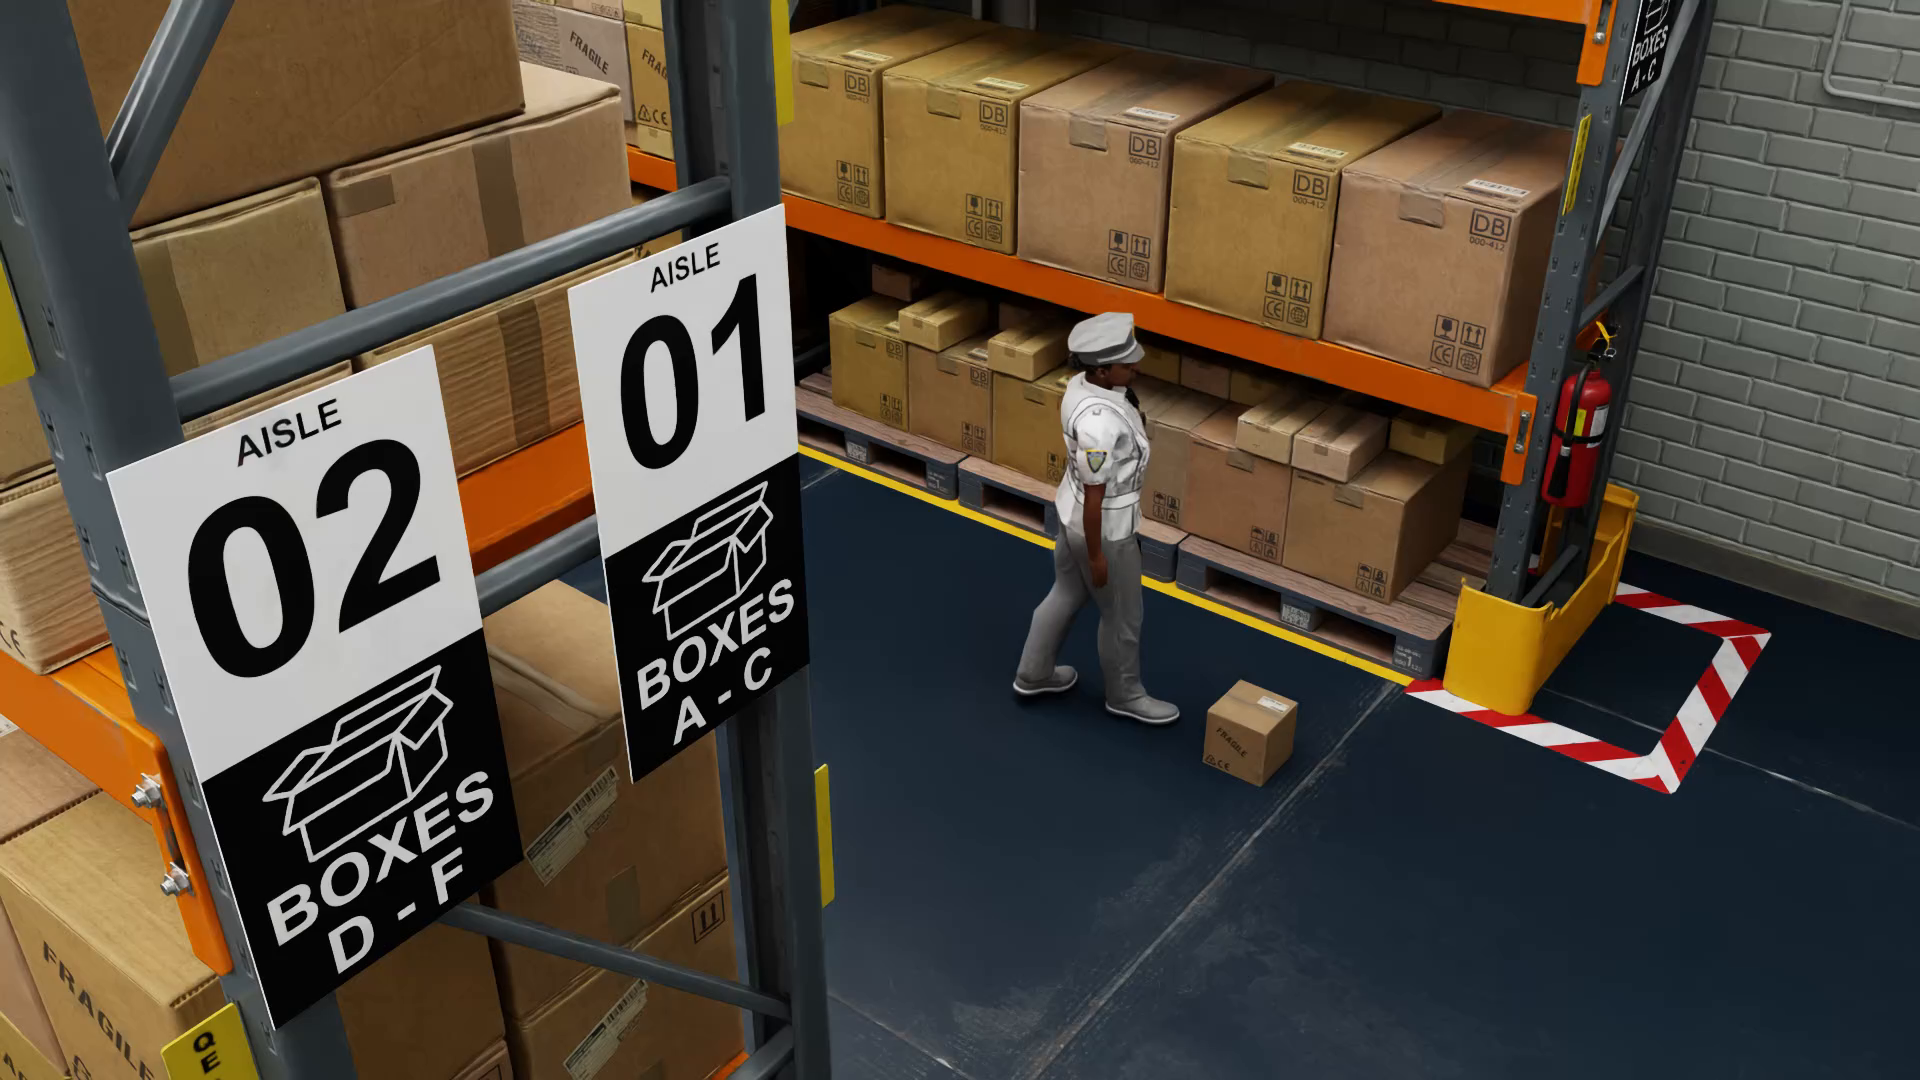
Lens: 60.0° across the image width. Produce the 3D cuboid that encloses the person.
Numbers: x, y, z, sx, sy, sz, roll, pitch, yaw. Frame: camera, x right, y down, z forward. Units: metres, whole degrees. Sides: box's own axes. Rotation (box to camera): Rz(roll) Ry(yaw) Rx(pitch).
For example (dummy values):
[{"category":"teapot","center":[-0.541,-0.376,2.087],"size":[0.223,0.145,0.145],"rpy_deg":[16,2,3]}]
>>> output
[{"category":"person","center":[0.536,-0.067,6.213],"size":[0.630,1.673,0.445],"rpy_deg":[-3,31,-6]}]
